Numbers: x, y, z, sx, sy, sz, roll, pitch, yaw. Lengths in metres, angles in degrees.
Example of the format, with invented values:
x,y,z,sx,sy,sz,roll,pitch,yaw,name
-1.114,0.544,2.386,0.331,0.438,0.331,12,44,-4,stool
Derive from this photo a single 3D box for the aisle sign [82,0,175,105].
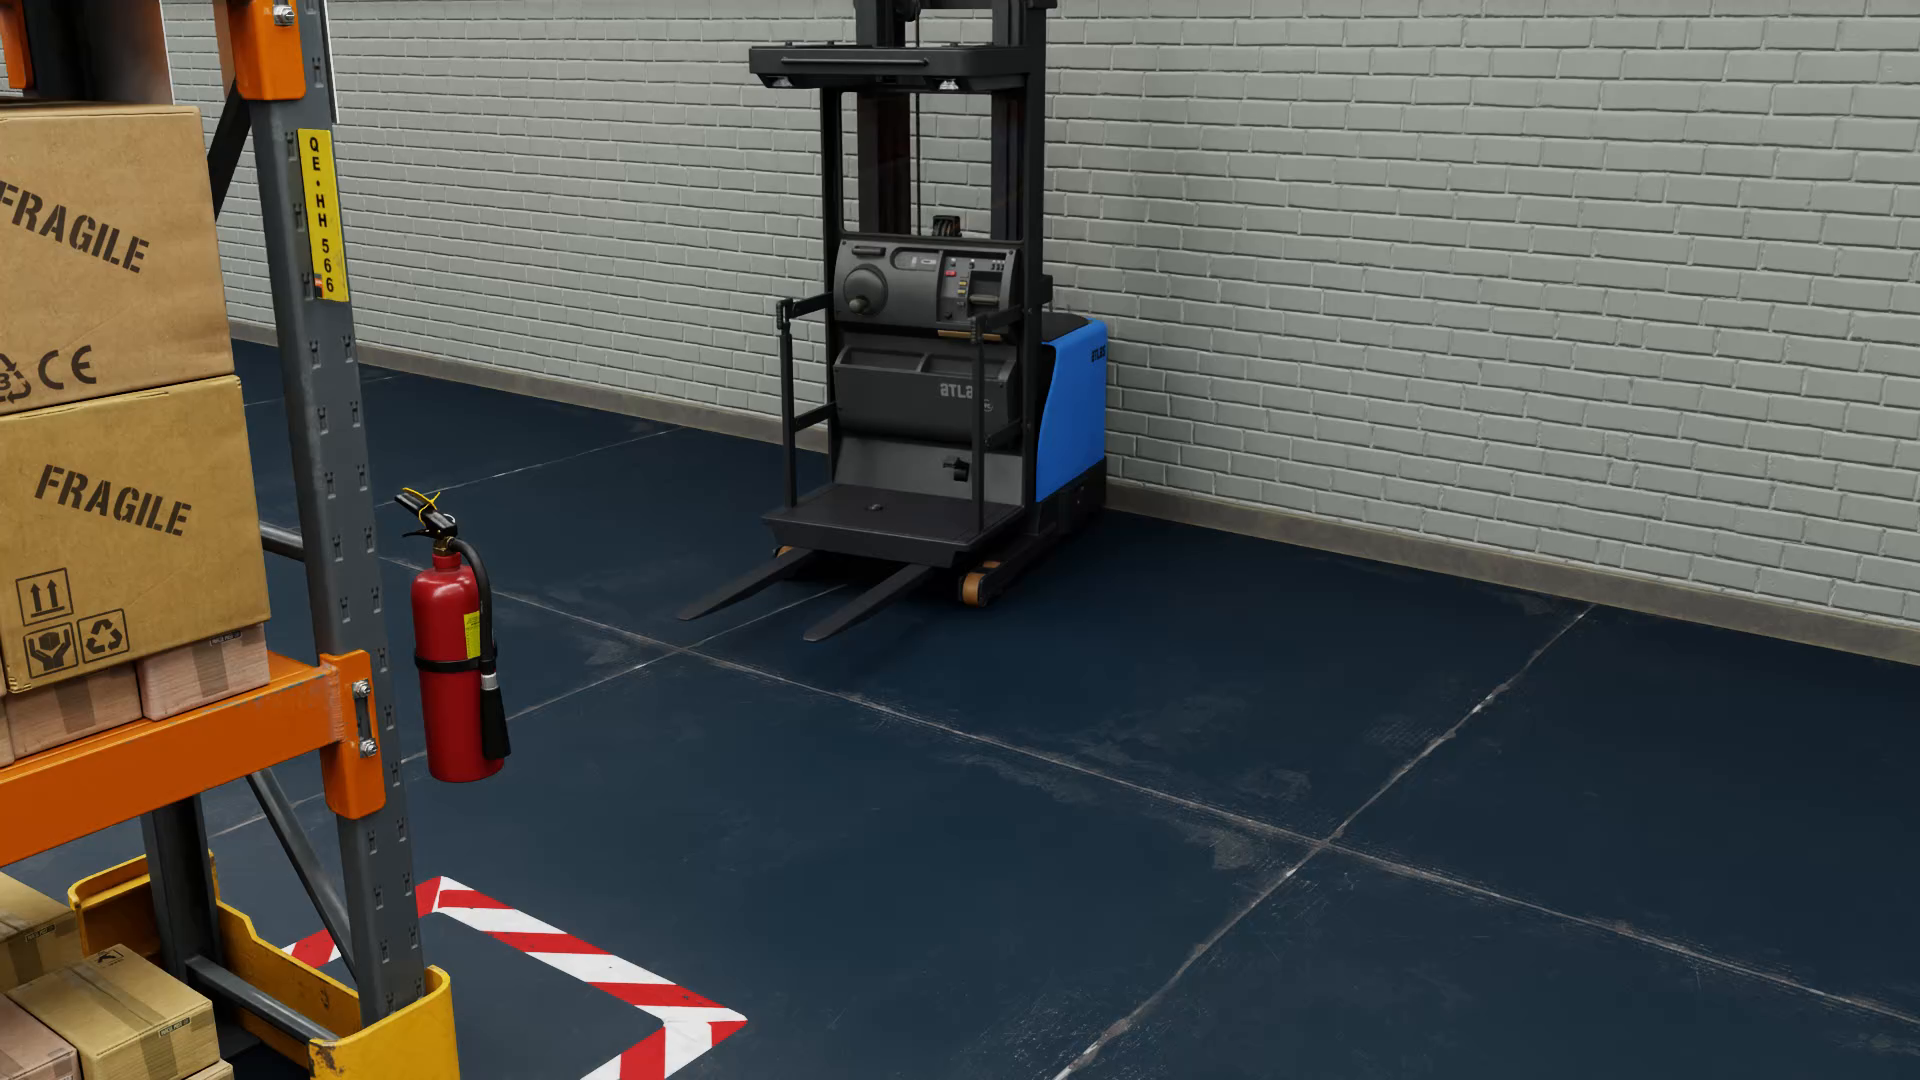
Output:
x,y,z,sx,sy,sz,roll,pitch,yaw,name
-1.865,-1.338,3.612,0.394,0.787,0.004,12,21,35,aisle sign

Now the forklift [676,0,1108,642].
x,y,z,sx,sy,sz,roll,pitch,yaw,name
-0.260,-1.230,7.762,1.130,2.935,3.031,8,19,23,forklift

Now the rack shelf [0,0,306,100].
x,y,z,sx,sy,sz,roll,pitch,yaw,name
-2.859,-0.639,1.899,1.077,0.370,4.000,12,21,35,rack shelf

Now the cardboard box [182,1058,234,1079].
x,y,z,sx,sy,sz,roll,pitch,yaw,name
-1.752,1.169,3.520,0.380,0.149,0.250,12,21,33,cardboard box

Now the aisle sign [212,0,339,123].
x,y,z,sx,sy,sz,roll,pitch,yaw,name
-1.383,-1.232,3.271,0.394,0.787,0.004,12,21,35,aisle sign

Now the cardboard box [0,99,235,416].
x,y,z,sx,sy,sz,roll,pitch,yaw,name
-1.740,-0.541,3.071,0.500,0.500,0.500,12,21,34,cardboard box

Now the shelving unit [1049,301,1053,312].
x,y,z,sx,sy,sz,roll,pitch,yaw,name
0.487,-0.737,9.298,0.258,1.200,0.189,6,15,36,shelving unit

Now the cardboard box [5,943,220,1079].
x,y,z,sx,sy,sz,roll,pitch,yaw,name
-1.779,1.021,3.493,0.380,0.149,0.250,13,21,35,cardboard box

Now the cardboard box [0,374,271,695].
x,y,z,sx,sy,sz,roll,pitch,yaw,name
-1.728,-0.064,3.221,0.500,0.500,0.500,13,21,36,cardboard box

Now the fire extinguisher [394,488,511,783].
x,y,z,sx,sy,sz,roll,pitch,yaw,name
-1.146,0.210,3.768,0.296,0.674,0.183,12,21,35,fire extinguisher

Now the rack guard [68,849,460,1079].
x,y,z,sx,sy,sz,roll,pitch,yaw,name
-1.712,1.185,4.083,1.175,0.500,0.348,12,21,35,rack guard

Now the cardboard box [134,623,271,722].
x,y,z,sx,sy,sz,roll,pitch,yaw,name
-1.634,0.221,3.397,0.380,0.149,0.250,12,21,35,cardboard box

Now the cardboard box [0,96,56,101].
x,y,z,sx,sy,sz,roll,pitch,yaw,name
-2.148,-0.634,3.371,0.500,0.500,0.500,12,21,34,cardboard box

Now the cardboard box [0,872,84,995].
x,y,z,sx,sy,sz,roll,pitch,yaw,name
-2.252,0.915,3.835,0.380,0.149,0.250,11,21,32,cardboard box

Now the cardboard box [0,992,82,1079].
x,y,z,sx,sy,sz,roll,pitch,yaw,name
-1.975,1.071,3.333,0.380,0.149,0.250,13,21,36,cardboard box

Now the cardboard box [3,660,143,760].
x,y,z,sx,sy,sz,roll,pitch,yaw,name
-1.813,0.274,3.228,0.380,0.149,0.250,12,21,35,cardboard box

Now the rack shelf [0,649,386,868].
x,y,z,sx,sy,sz,roll,pitch,yaw,name
-2.859,0.793,2.344,1.077,0.370,4.000,12,21,35,rack shelf

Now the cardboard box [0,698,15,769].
x,y,z,sx,sy,sz,roll,pitch,yaw,name
-1.950,0.336,3.027,0.380,0.149,0.250,12,21,34,cardboard box

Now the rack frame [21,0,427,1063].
x,y,z,sx,sy,sz,roll,pitch,yaw,name
-1.667,-0.026,3.771,1.000,3.000,0.127,12,21,35,rack frame

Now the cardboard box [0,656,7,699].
x,y,z,sx,sy,sz,roll,pitch,yaw,name
-2.039,0.058,2.829,0.500,0.500,0.500,12,21,34,cardboard box

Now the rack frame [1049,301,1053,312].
x,y,z,sx,sy,sz,roll,pitch,yaw,name
0.432,-0.720,9.226,0.240,1.200,0.006,6,15,36,rack frame

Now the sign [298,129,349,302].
x,y,z,sx,sy,sz,roll,pitch,yaw,name
-1.233,-0.627,3.221,0.100,0.325,0.005,12,21,35,sign
